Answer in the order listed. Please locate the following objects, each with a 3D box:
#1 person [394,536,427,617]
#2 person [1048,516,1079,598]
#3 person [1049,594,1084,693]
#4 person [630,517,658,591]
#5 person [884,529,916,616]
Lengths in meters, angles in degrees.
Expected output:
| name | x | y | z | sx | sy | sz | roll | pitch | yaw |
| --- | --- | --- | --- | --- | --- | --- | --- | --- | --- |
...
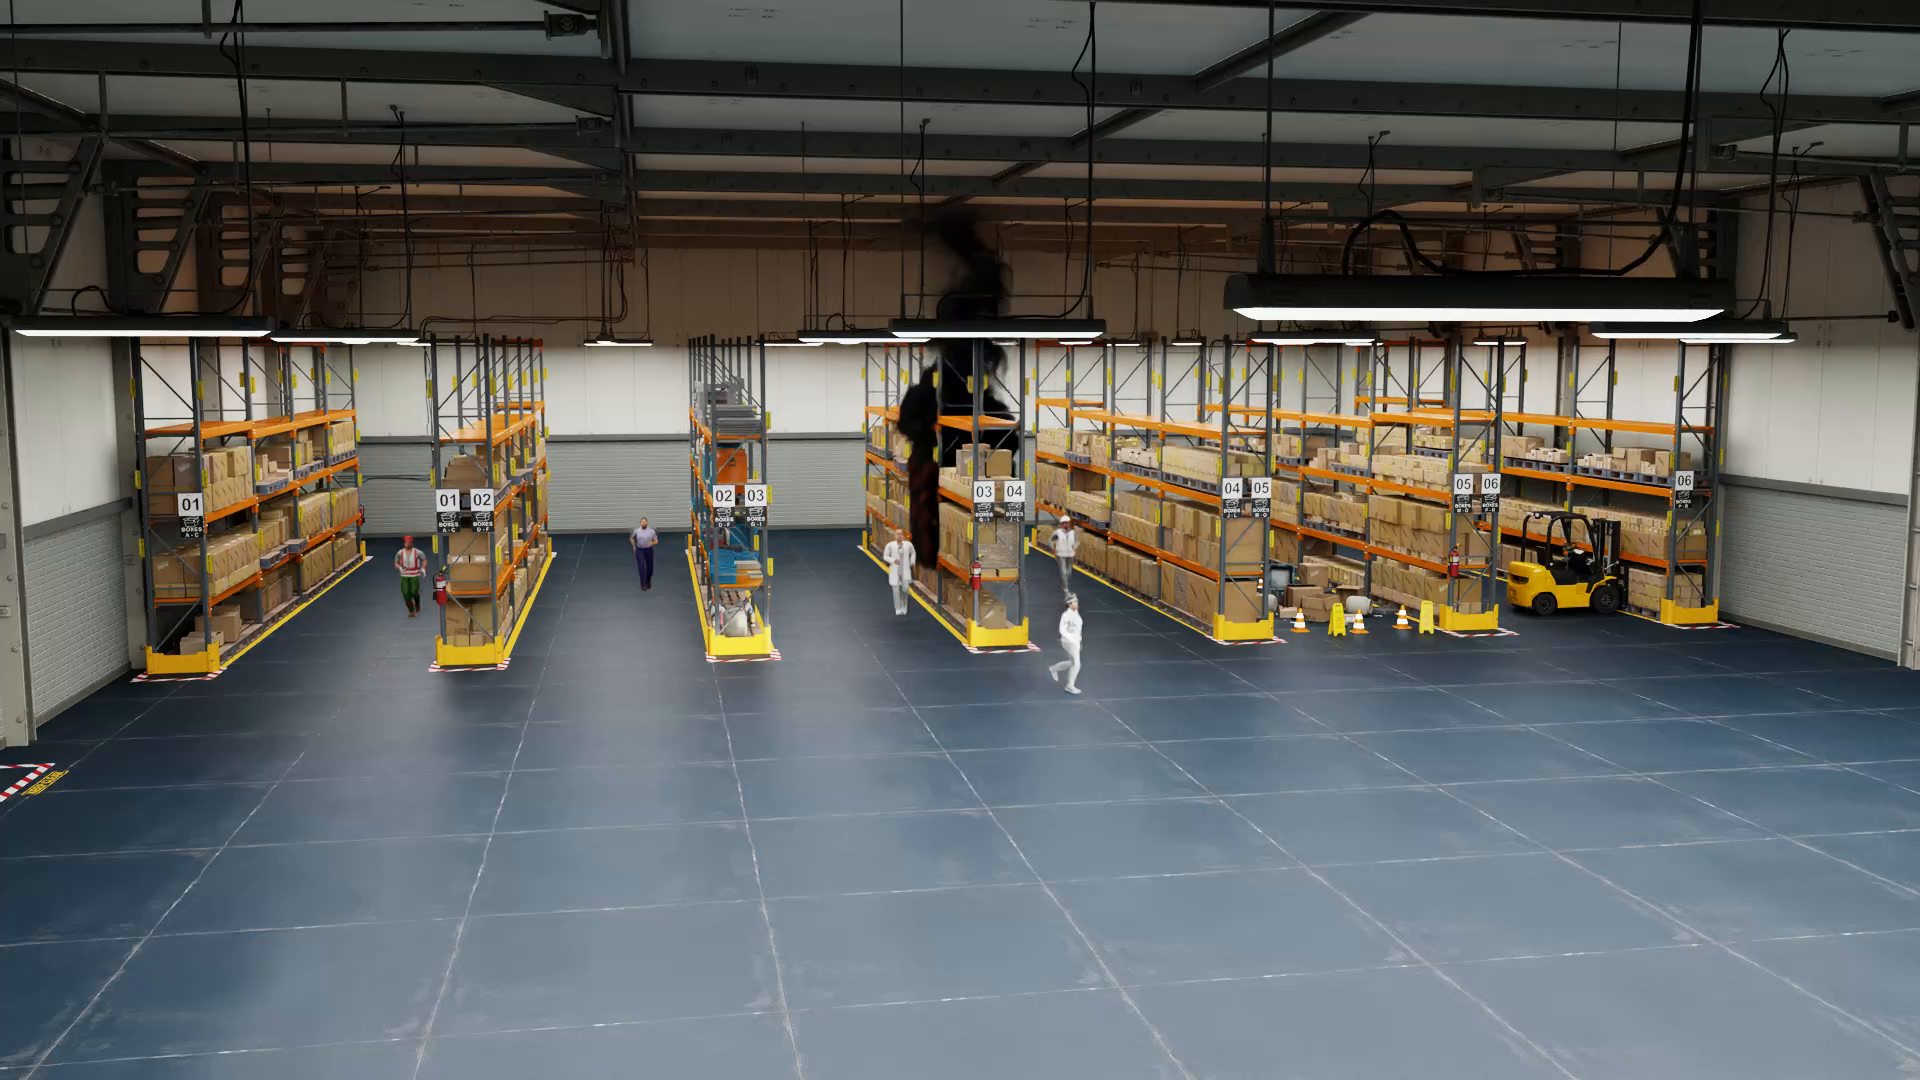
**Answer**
| name | x | y | z | sx | sy | sz | roll | pitch | yaw |
| --- | --- | --- | --- | --- | --- | --- | --- | --- | --- |
| person | -11.755 | 0.787 | 35.528 | 0.649 | 1.744 | 0.578 | -1 | 7 | -8 |
| person | 2.306 | 0.373 | 36.612 | 0.671 | 1.819 | 0.775 | -2 | 7 | -18 |
| person | 1.785 | 1.716 | 27.907 | 0.601 | 1.681 | 0.625 | 3 | 7 | 25 |
| person | -7.165 | 0.325 | 37.768 | 0.620 | 1.633 | 0.748 | -2 | 7 | -16 |
| person | -1.218 | 0.672 | 34.018 | 0.689 | 1.780 | 0.680 | -1 | 7 | -7 |
